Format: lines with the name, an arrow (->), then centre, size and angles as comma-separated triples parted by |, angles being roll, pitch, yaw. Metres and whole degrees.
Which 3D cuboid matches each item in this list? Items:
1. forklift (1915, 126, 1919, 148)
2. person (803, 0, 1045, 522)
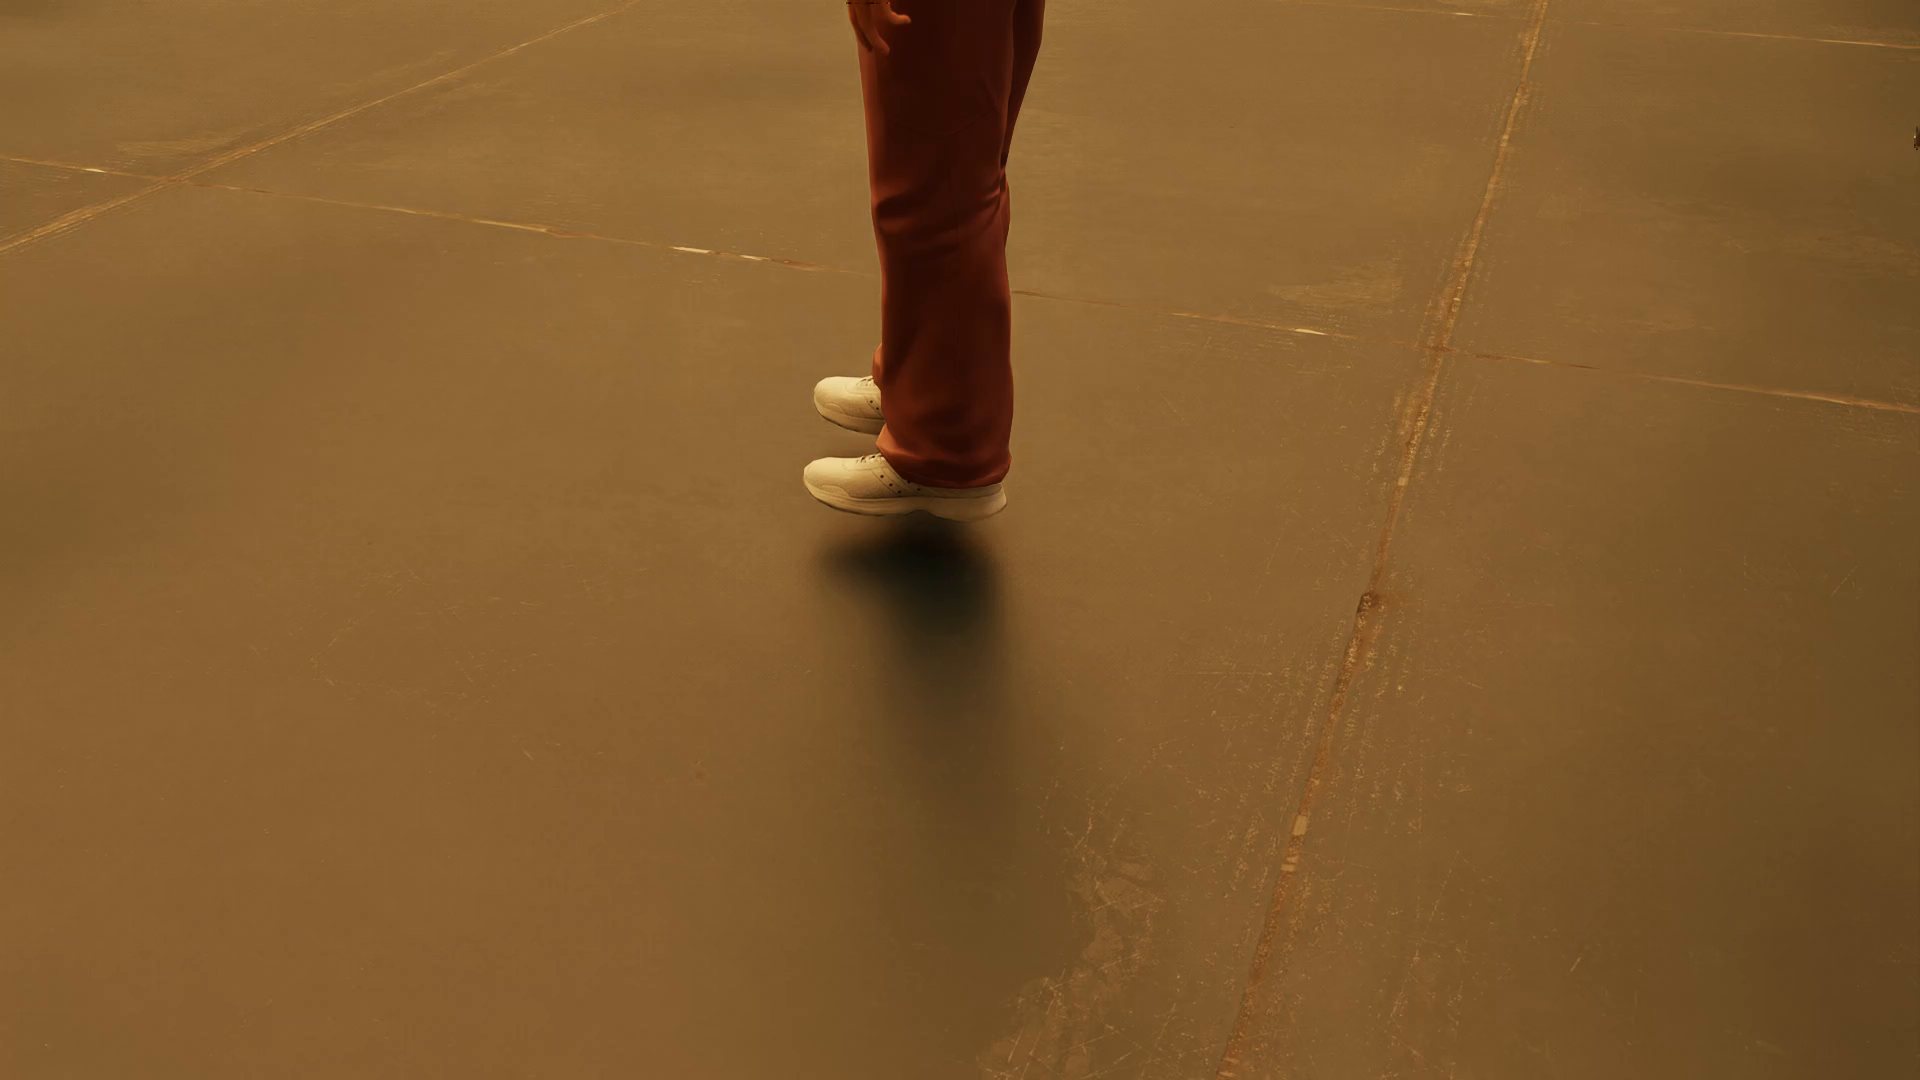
forklift -> 3.872, -2.300, 3.586 | 3.031, 2.935, 1.130 | -14, 33, -24
person -> -0.065, -0.788, 2.094 | 0.548, 1.675, 0.554 | 10, 31, 18
